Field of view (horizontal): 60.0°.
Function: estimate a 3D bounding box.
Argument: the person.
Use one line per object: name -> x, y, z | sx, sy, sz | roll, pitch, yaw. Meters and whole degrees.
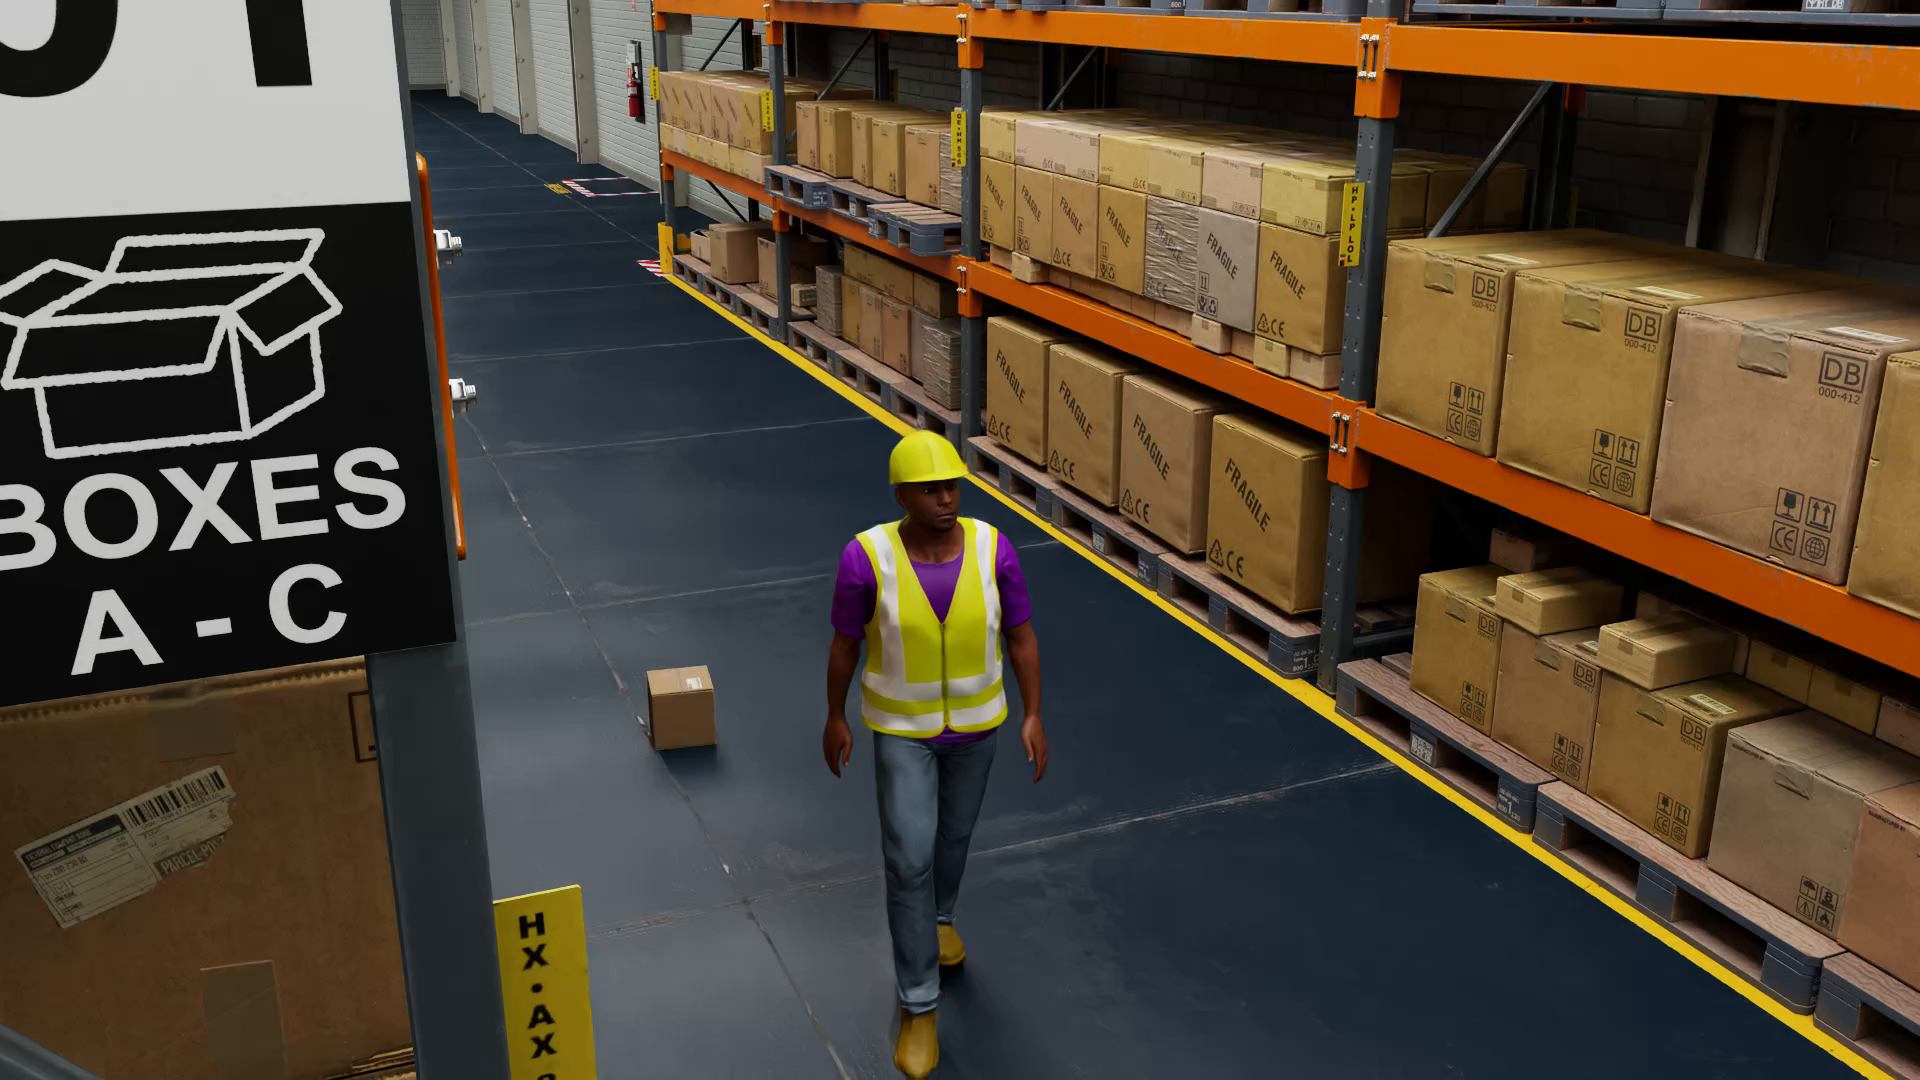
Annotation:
person -> -0.057, 0.576, 4.840 | 0.624, 1.799, 0.762 | -5, 19, -15
